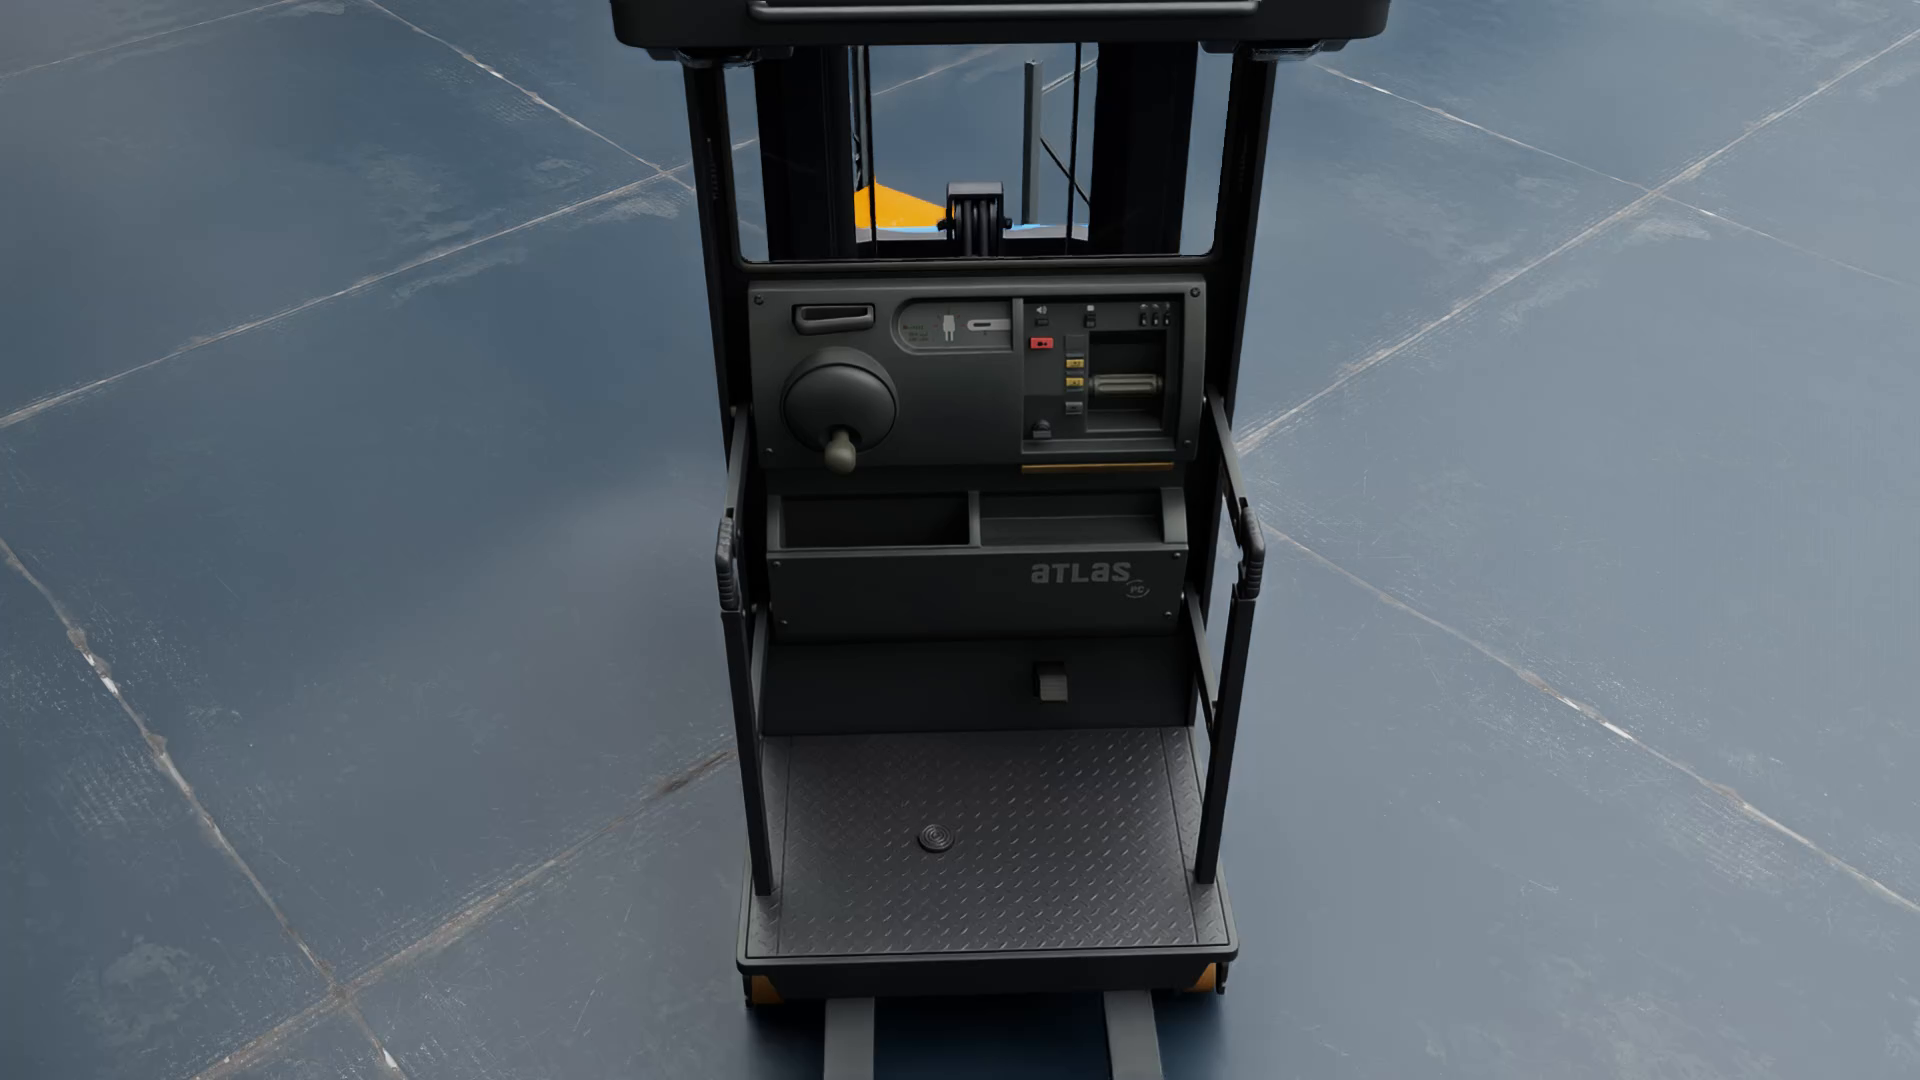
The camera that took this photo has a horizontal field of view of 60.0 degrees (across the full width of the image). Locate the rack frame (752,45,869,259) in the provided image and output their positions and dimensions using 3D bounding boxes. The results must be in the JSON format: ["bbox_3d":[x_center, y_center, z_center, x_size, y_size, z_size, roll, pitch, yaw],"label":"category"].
[{"bbox_3d":[-0.473,-1.206,5.549,0.032,1.500,0.500,26,45,28],"label":"rack frame"}]

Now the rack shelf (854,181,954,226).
[{"bbox_3d":[-0.068,-0.872,5.422,1.000,0.185,0.538,26,45,28],"label":"rack shelf"}]

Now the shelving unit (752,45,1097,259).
[{"bbox_3d":[-0.076,-1.015,5.314,1.083,1.500,0.587,26,45,28],"label":"shelving unit"}]

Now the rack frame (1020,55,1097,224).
[{"bbox_3d":[0.336,-0.818,5.070,0.032,1.500,0.500,26,45,28],"label":"rack frame"}]

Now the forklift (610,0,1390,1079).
[{"bbox_3d":[0.047,-0.263,3.243,1.130,2.935,3.031,-1,39,-1],"label":"forklift"}]
